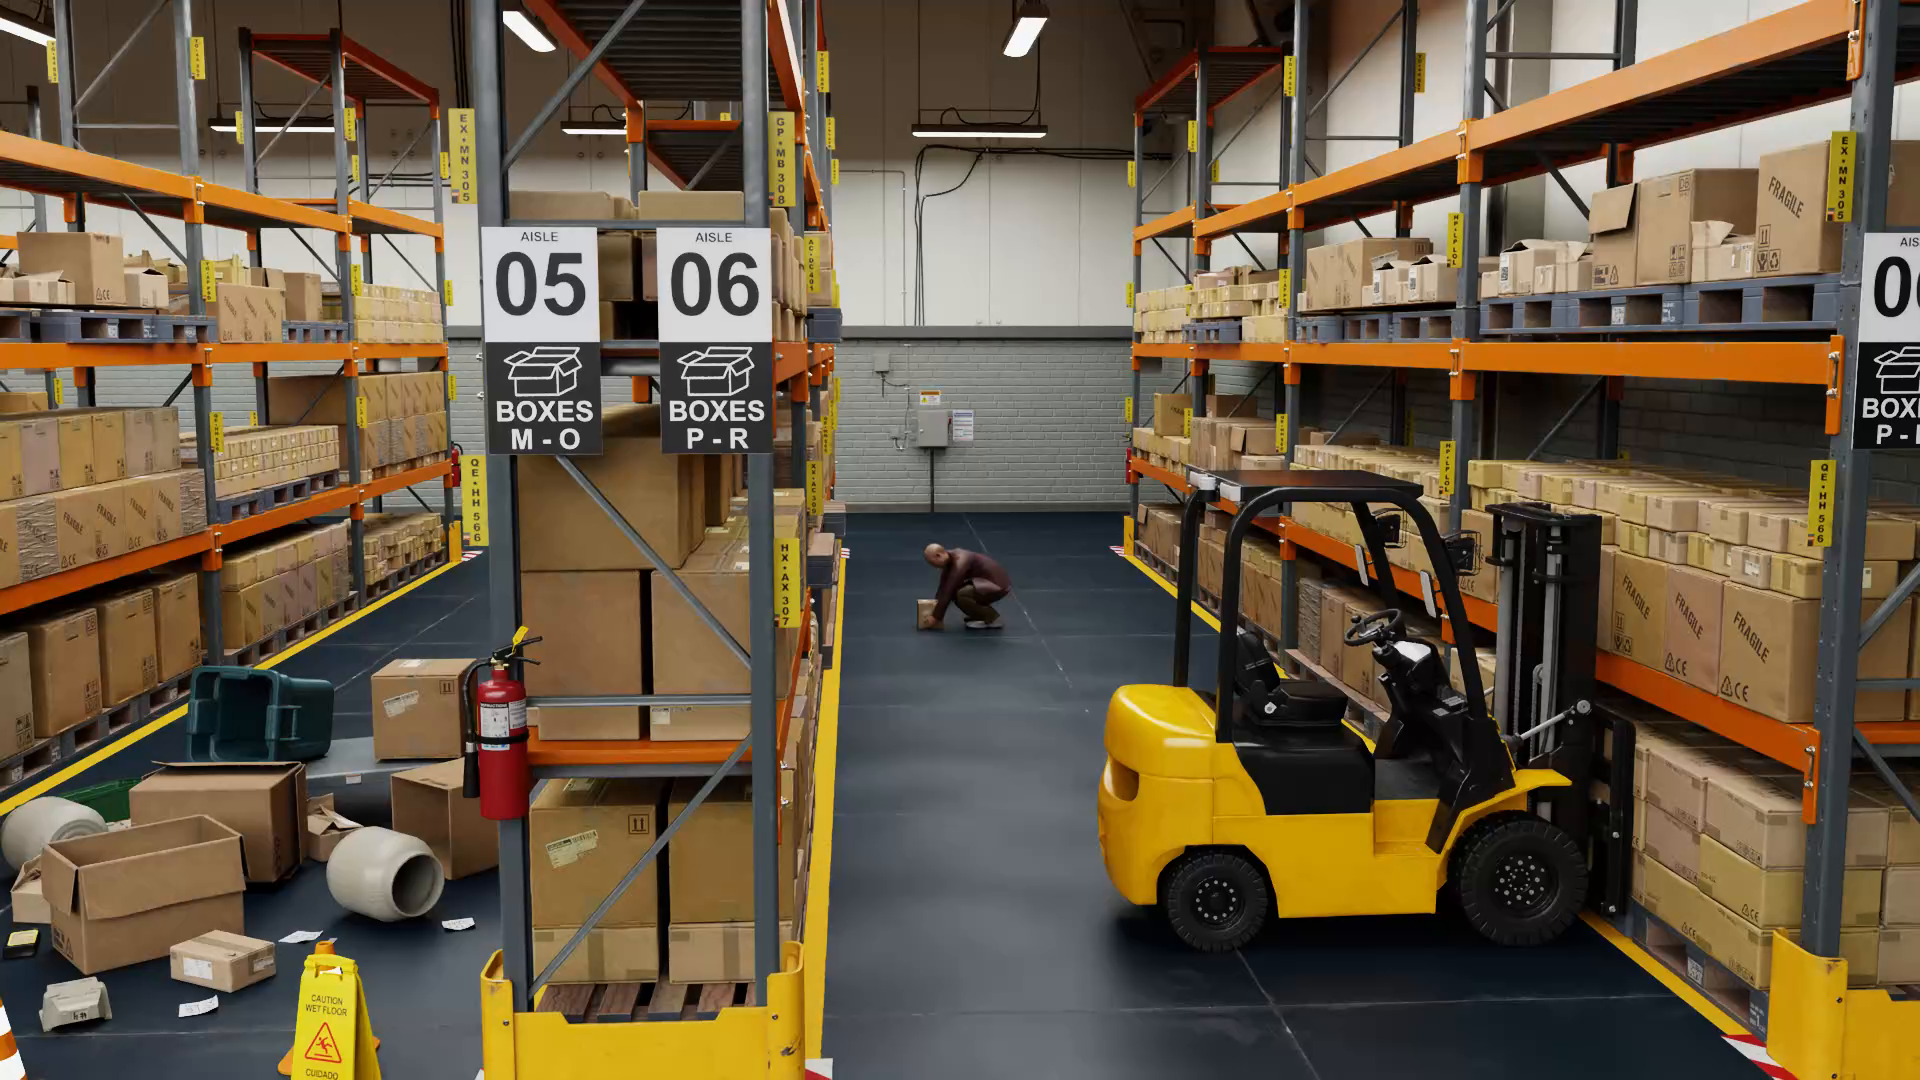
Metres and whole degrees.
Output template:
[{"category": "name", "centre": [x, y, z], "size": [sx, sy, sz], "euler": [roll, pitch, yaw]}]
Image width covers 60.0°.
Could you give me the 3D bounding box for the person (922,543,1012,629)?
[{"category": "person", "centre": [0.064, 0.471, 16.557], "size": [0.911, 0.874, 0.587], "euler": [0, 7, -4]}]
